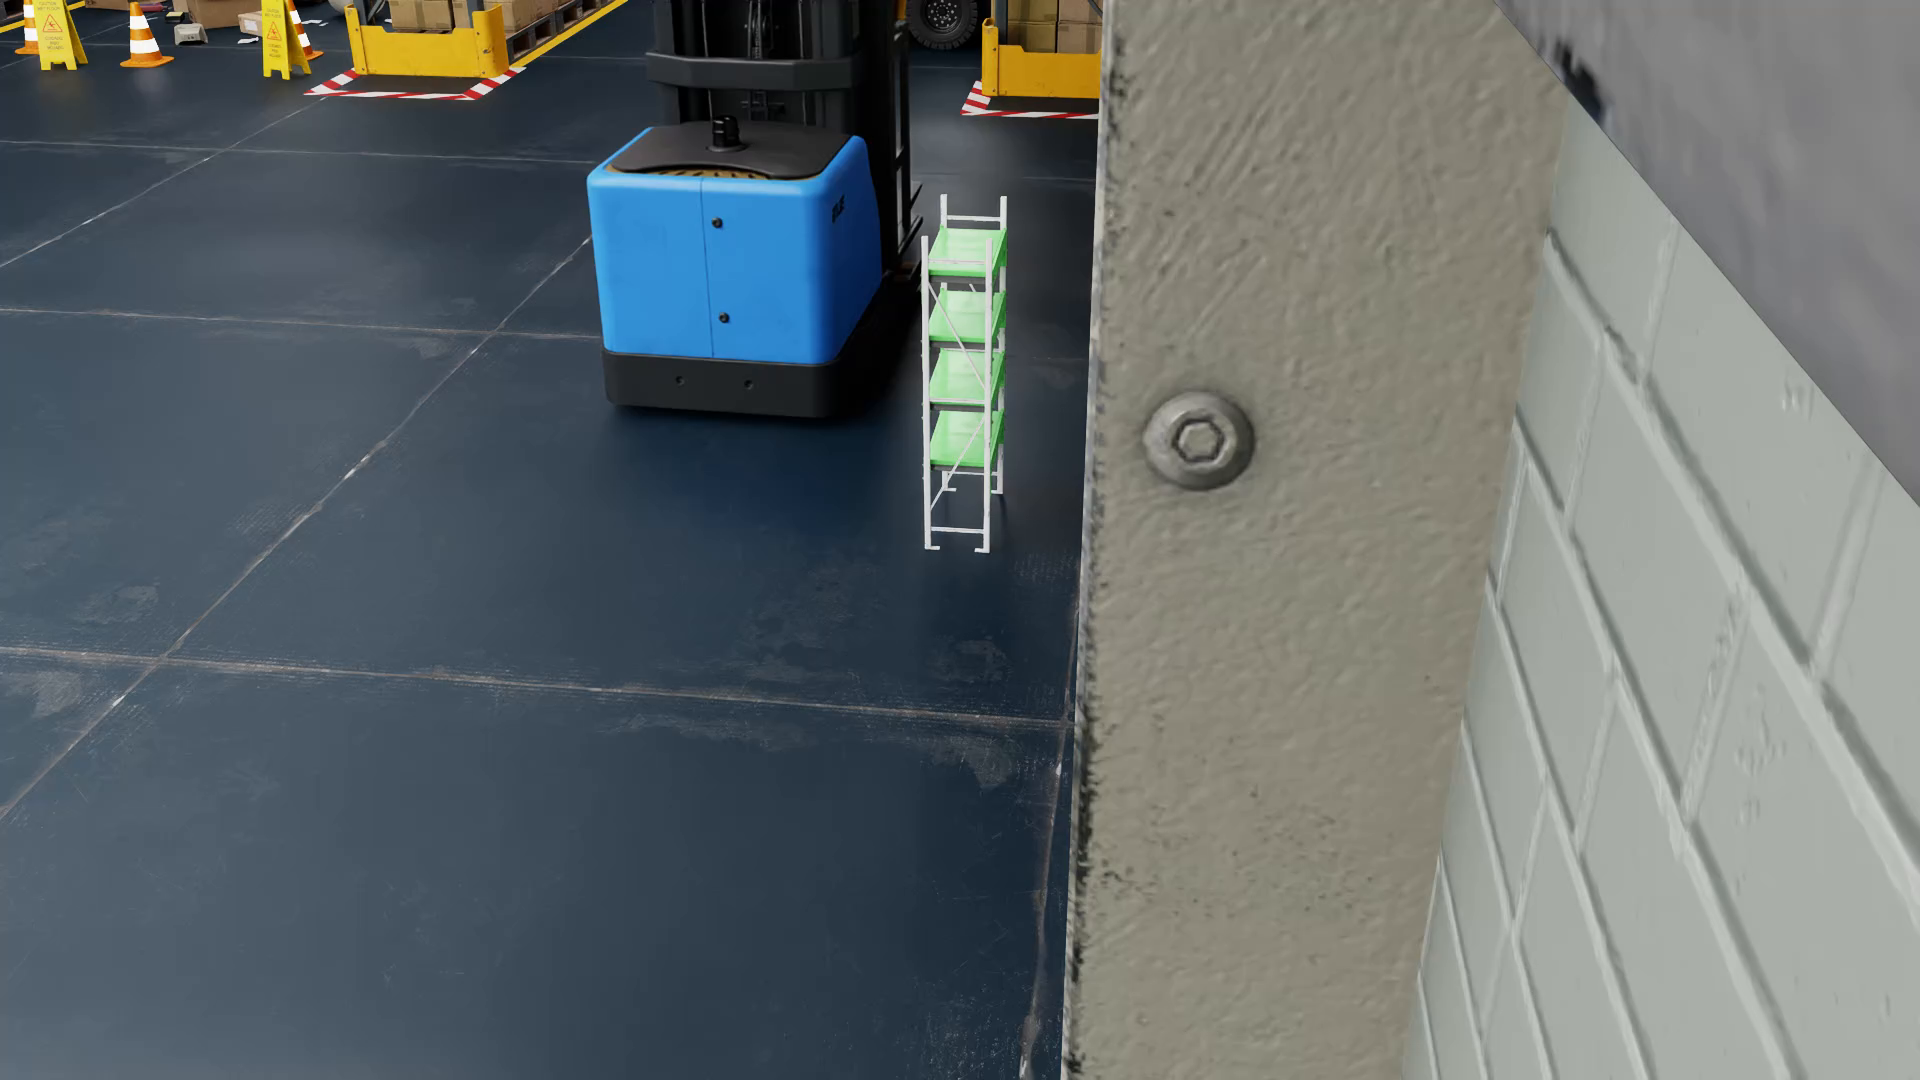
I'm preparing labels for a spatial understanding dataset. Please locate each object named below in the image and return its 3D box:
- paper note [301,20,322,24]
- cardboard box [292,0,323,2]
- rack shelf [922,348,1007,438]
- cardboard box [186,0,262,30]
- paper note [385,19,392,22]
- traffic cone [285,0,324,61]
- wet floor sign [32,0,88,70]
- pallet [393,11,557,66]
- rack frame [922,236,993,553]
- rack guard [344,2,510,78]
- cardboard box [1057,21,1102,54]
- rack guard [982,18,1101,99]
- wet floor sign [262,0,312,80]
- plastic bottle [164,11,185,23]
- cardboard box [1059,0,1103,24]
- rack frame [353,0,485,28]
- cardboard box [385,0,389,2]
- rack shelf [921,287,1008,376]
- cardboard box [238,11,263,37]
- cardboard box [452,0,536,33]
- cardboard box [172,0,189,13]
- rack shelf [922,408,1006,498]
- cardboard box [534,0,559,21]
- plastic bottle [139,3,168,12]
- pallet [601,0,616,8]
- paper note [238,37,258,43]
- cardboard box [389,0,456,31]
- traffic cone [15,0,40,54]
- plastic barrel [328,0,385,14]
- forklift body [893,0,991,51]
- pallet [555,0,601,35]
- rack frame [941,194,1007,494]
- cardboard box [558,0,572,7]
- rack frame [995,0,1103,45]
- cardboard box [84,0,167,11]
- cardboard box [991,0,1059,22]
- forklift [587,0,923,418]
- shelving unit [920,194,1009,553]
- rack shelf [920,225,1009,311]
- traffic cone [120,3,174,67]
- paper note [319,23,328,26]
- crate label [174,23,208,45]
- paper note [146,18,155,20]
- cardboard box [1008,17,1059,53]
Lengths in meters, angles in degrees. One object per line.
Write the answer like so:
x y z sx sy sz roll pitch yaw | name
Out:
-5.773 -4.620 14.806 0.148 0.019 0.142 14 31 24 | paper note
-6.357 -5.356 15.518 0.797 0.637 0.503 3 28 6 | cardboard box
0.020 -0.550 6.140 0.258 0.148 0.480 3 28 6 | rack shelf
-6.463 -4.856 14.733 0.797 0.503 0.637 -17 33 -29 | cardboard box
-5.058 -4.639 14.829 0.142 0.019 0.148 -6 29 -11 | paper note
-5.394 -4.141 13.449 0.336 0.463 0.334 3 28 6 | traffic cone
-7.130 -4.056 13.098 0.267 0.644 0.232 -1 28 -3 | wet floor sign
-4.022 -4.169 13.767 1.003 0.211 1.213 3 28 6 | pallet
-0.010 -0.491 5.897 0.240 1.200 0.015 3 28 6 | rack frame
-4.157 -3.916 12.992 1.175 0.500 0.348 3 28 6 | rack guard
1.015 -3.888 12.761 0.500 0.250 0.500 3 29 6 | cardboard box
0.758 -3.582 12.373 1.175 0.500 0.348 3 28 6 | rack guard
-5.251 -3.917 12.841 0.267 0.644 0.232 14 31 24 | wet floor sign
-7.019 -4.683 14.877 0.133 0.061 0.283 -6 29 -11 | plastic bottle
1.024 -4.098 12.623 0.500 0.250 0.500 4 29 7 | cardboard box
-4.166 -4.981 12.333 1.000 3.000 0.127 3 28 6 | rack frame
-5.158 -5.339 15.631 0.500 0.500 0.500 -24 36 -37 | cardboard box
0.020 -0.761 6.027 0.258 0.148 0.480 3 28 6 | rack shelf
-6.010 -4.460 14.371 0.380 0.149 0.250 20 34 32 | cardboard box
-3.793 -4.319 13.560 0.500 0.250 0.500 3 28 6 | cardboard box
-6.984 -4.984 15.221 0.396 0.266 0.258 8 29 15 | cardboard box
0.020 -0.339 6.254 0.258 0.148 0.480 3 28 6 | rack shelf
-3.723 -4.559 14.006 0.500 0.250 0.500 4 29 8 | cardboard box
-7.409 -4.880 15.244 0.283 0.061 0.133 -6 29 -11 | plastic bottle
-3.723 -5.318 15.899 1.003 0.211 1.213 3 28 6 | pallet
-6.026 -4.234 14.078 0.148 0.019 0.142 -6 29 -11 | paper note
-4.331 -4.363 13.642 0.500 0.250 0.500 3 28 6 | cardboard box
-7.617 -4.272 13.691 0.336 0.463 0.334 3 28 6 | traffic cone
-5.416 -4.907 14.912 0.421 0.421 0.512 -24 36 -37 | plastic barrel
-0.818 -5.319 13.856 2.313 2.155 1.214 3 28 6 | forklift body
-3.870 -4.742 14.830 1.003 0.211 1.213 3 28 6 | pallet
0.050 -0.721 6.323 0.240 1.200 0.015 3 28 6 | rack frame
-3.668 -4.816 14.484 0.500 0.250 0.500 5 29 10 | cardboard box
0.761 -4.694 11.801 1.000 3.000 0.127 3 28 6 | rack frame
-7.773 -5.214 15.399 0.500 0.500 0.500 8 29 15 | cardboard box
0.510 -4.136 12.694 0.500 0.250 0.500 3 28 6 | cardboard box
-0.801 -2.486 7.773 1.130 2.935 3.031 4 29 8 | forklift
0.020 -0.606 6.110 0.258 1.200 0.503 3 28 6 | shelving unit
0.020 -0.972 5.913 0.258 0.148 0.480 3 28 6 | rack shelf
-6.537 -4.046 13.272 0.336 0.463 0.334 3 28 6 | traffic cone
-5.625 -4.563 14.708 0.032 0.001 0.123 3 28 6 | paper note
-6.502 -4.276 14.043 0.250 0.136 0.298 -11 30 -20 | crate label
-7.258 -4.677 14.921 0.032 0.001 0.123 20 34 32 | paper note
0.505 -3.908 12.798 0.500 0.250 0.500 4 29 7 | cardboard box
